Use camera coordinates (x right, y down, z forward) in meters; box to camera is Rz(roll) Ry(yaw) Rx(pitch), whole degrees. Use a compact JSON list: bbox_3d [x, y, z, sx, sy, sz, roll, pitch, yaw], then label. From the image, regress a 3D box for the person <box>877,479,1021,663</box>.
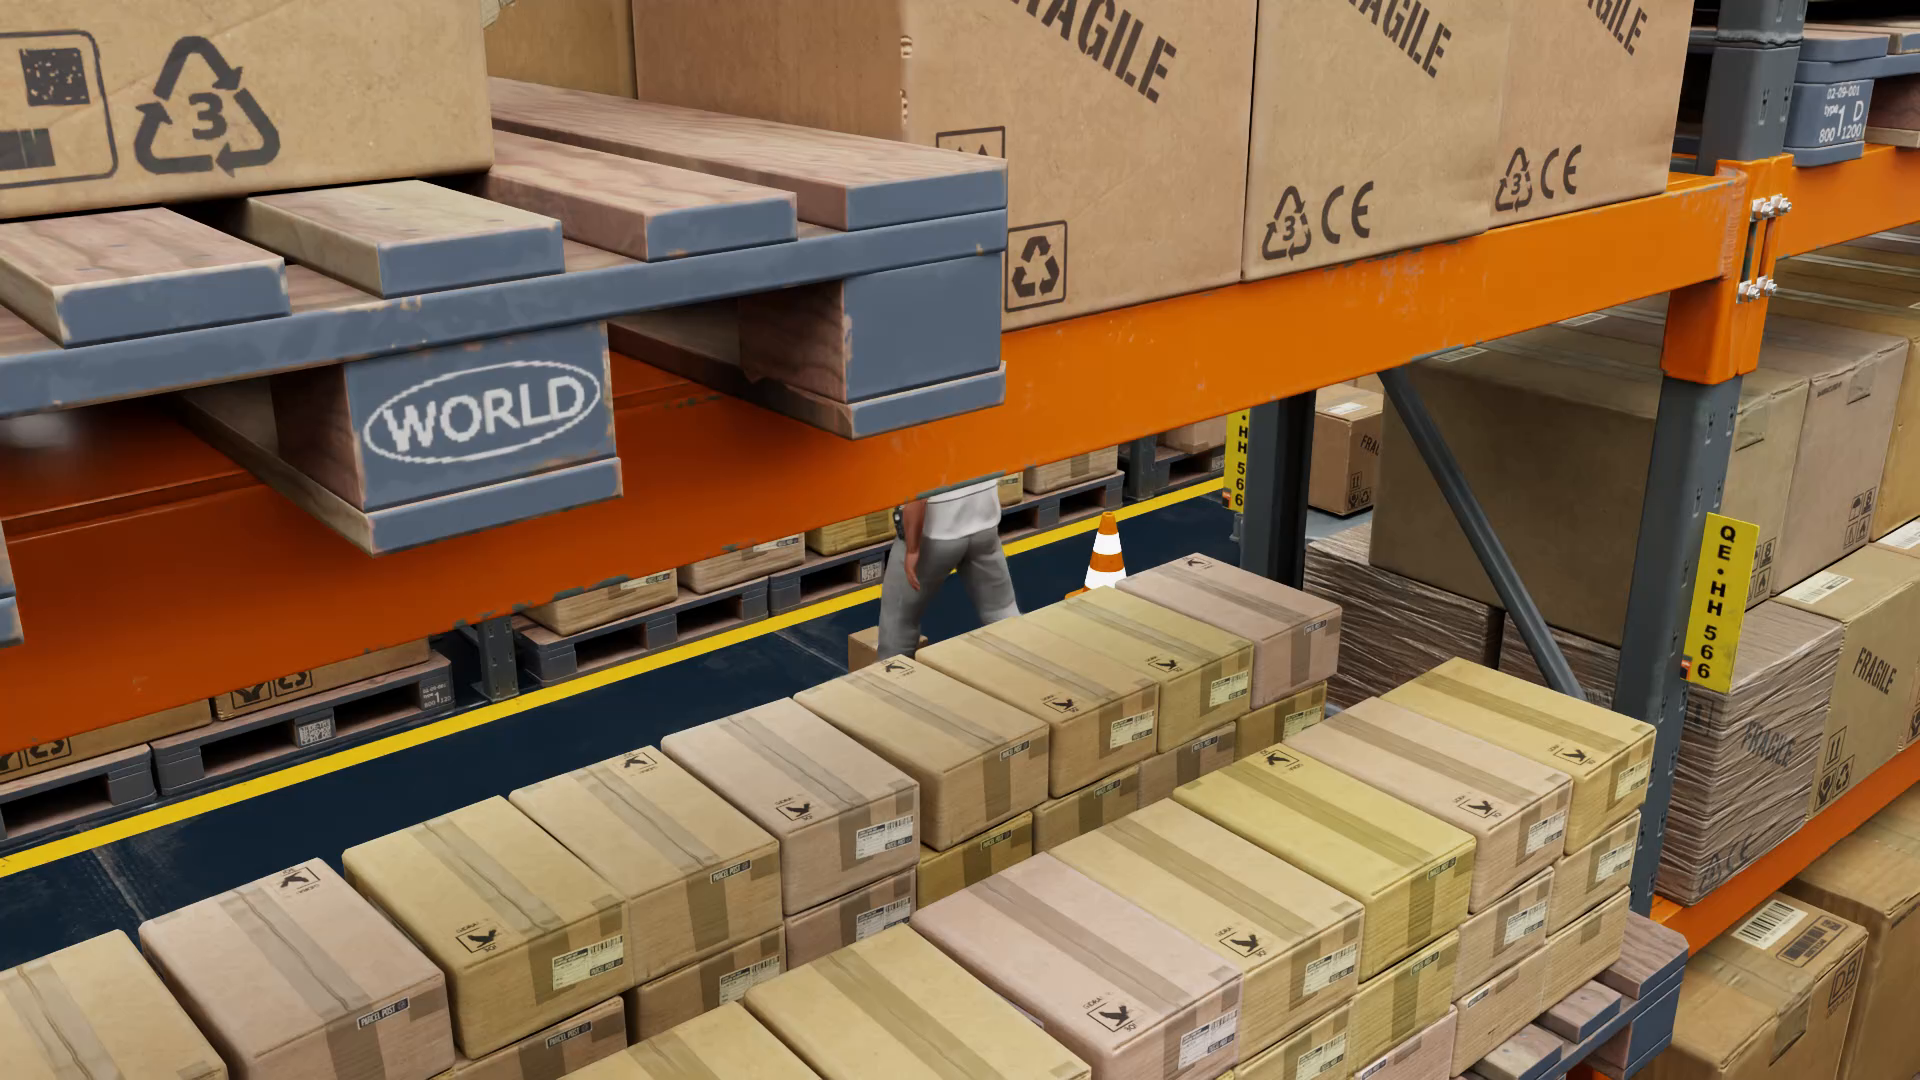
[{"bbox_3d":[-0.034,-0.066,6.776,0.667,1.724,0.856,-18,27,-39],"label":"person"}]
